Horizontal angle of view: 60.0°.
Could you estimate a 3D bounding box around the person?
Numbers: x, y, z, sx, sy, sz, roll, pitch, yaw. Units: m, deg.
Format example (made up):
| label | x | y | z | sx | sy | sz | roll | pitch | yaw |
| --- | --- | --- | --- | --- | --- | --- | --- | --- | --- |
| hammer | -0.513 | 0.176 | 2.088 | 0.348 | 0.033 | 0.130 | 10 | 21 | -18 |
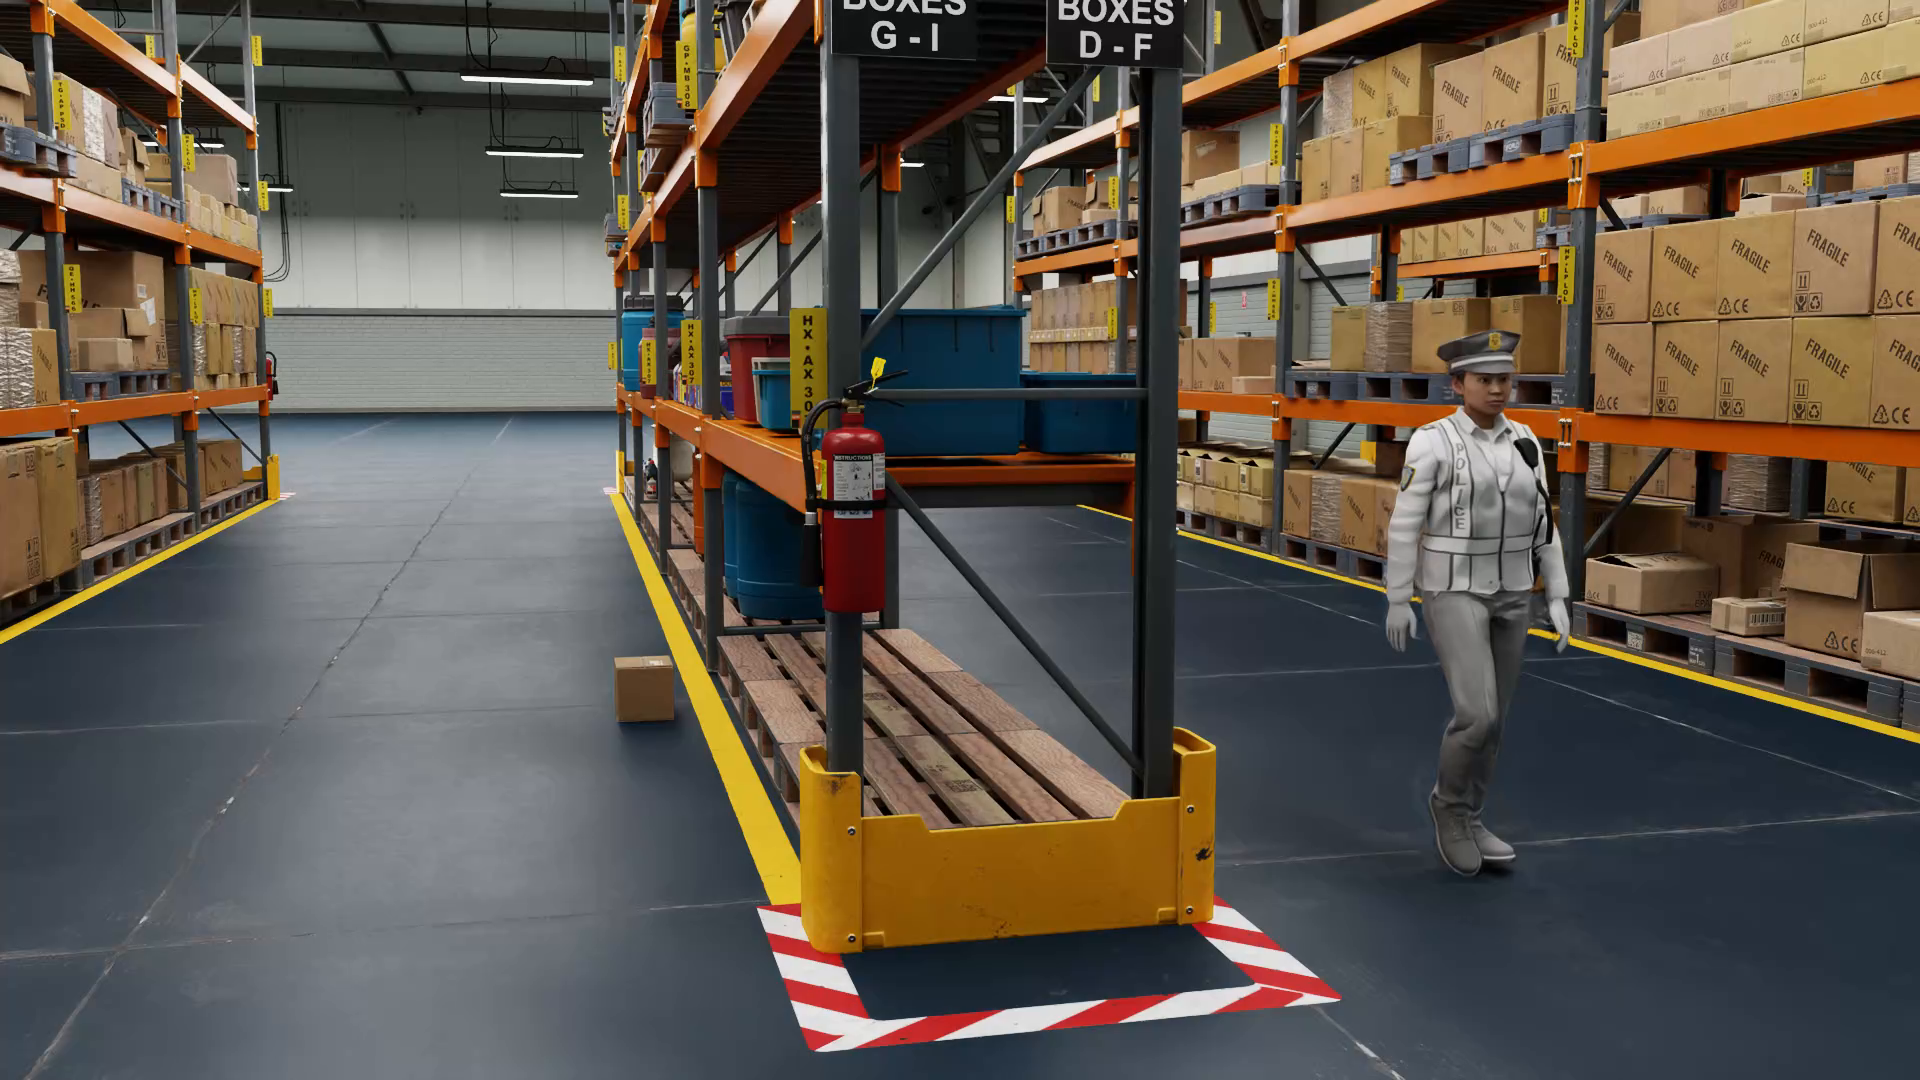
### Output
| label | x | y | z | sx | sy | sz | roll | pitch | yaw |
| --- | --- | --- | --- | --- | --- | --- | --- | --- | --- |
| person | 1.611 | 0.205 | 5.125 | 0.538 | 1.695 | 0.468 | -2 | 7 | -18 |
